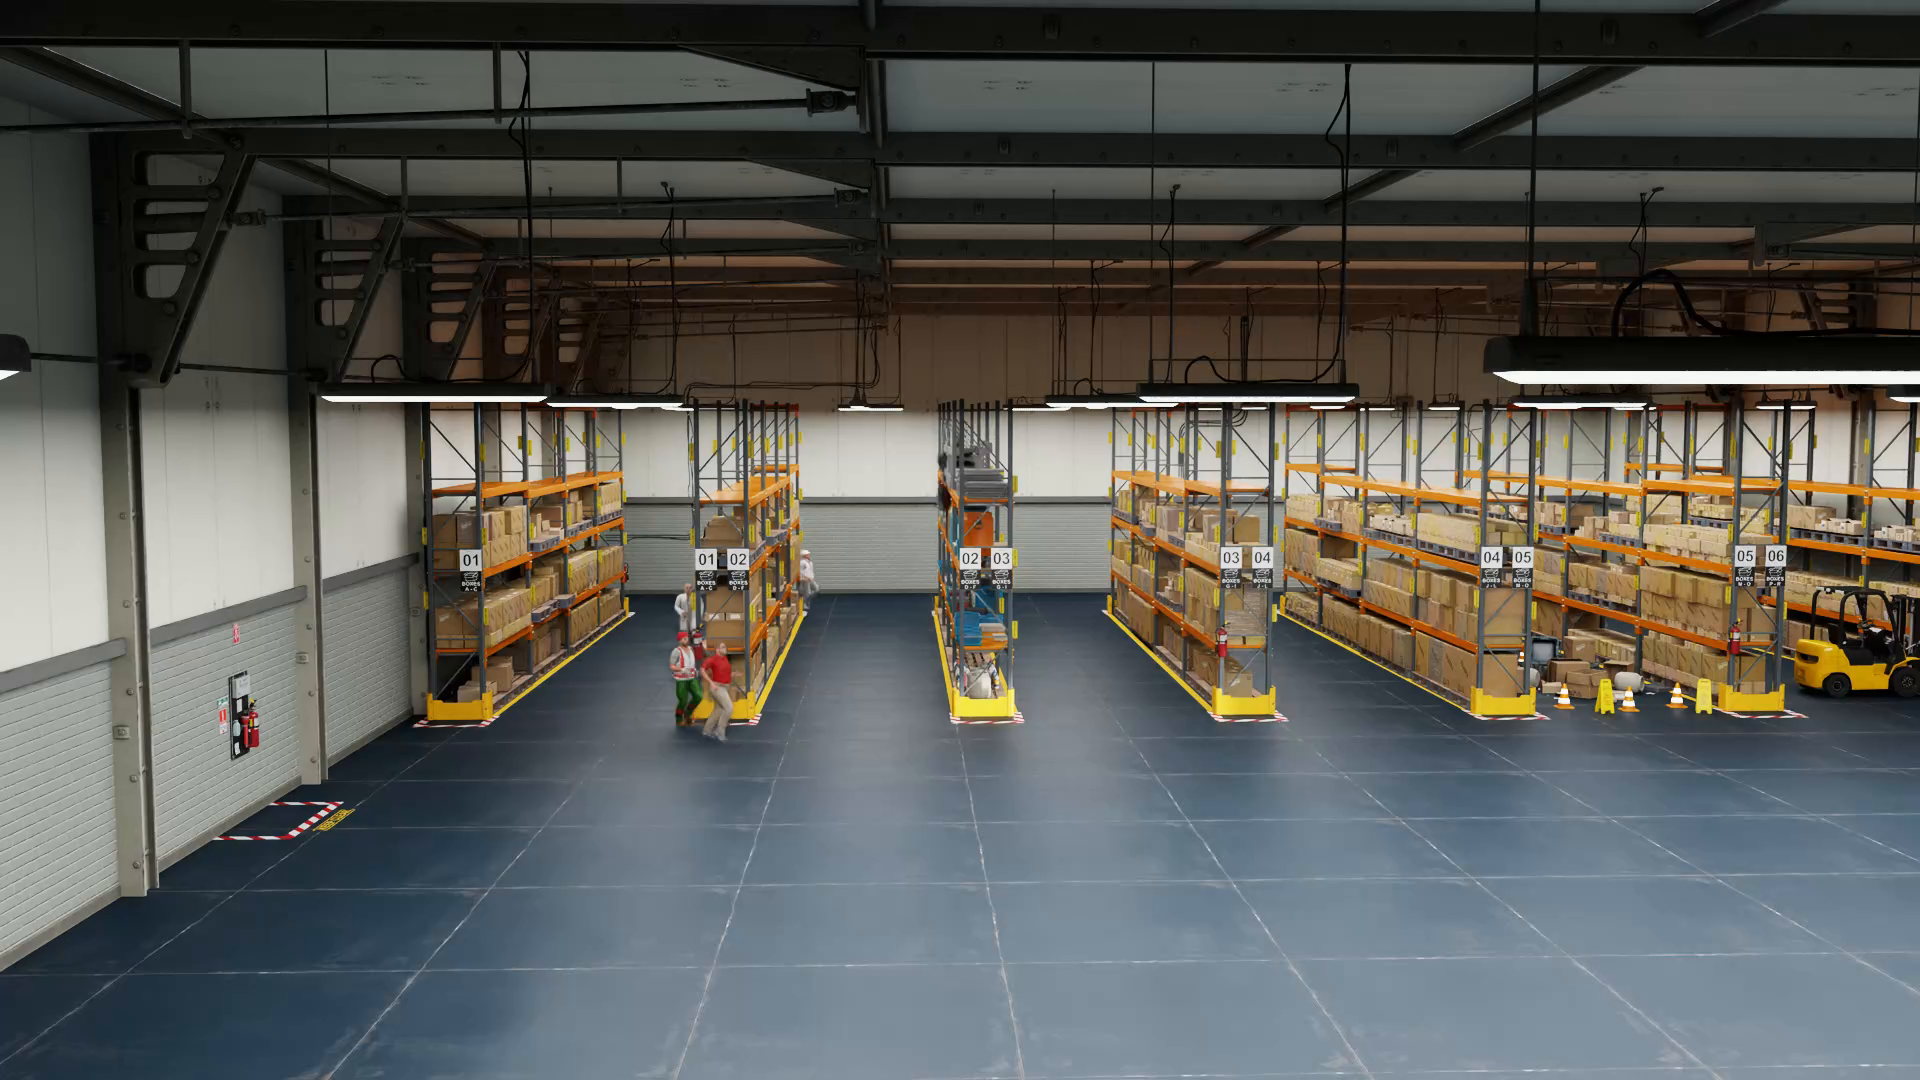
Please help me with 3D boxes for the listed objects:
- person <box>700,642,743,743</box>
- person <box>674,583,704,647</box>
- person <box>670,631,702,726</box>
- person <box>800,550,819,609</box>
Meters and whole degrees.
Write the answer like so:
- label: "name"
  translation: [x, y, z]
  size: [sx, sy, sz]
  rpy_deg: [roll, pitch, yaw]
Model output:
- label: "person"
  translation: [-4.187, 2.671, 29.129]
  size: [0.763, 1.784, 0.636]
  rpy_deg: [1, 4, 13]
- label: "person"
  translation: [-6.374, 1.980, 39.179]
  size: [0.690, 1.534, 0.715]
  rpy_deg: [-1, 4, -10]
- label: "person"
  translation: [-4.964, 2.536, 30.249]
  size: [0.640, 1.751, 0.628]
  rpy_deg: [4, 6, 43]
- label: "person"
  translation: [-4.435, 1.154, 48.783]
  size: [0.558, 1.739, 0.682]
  rpy_deg: [2, 5, 23]
